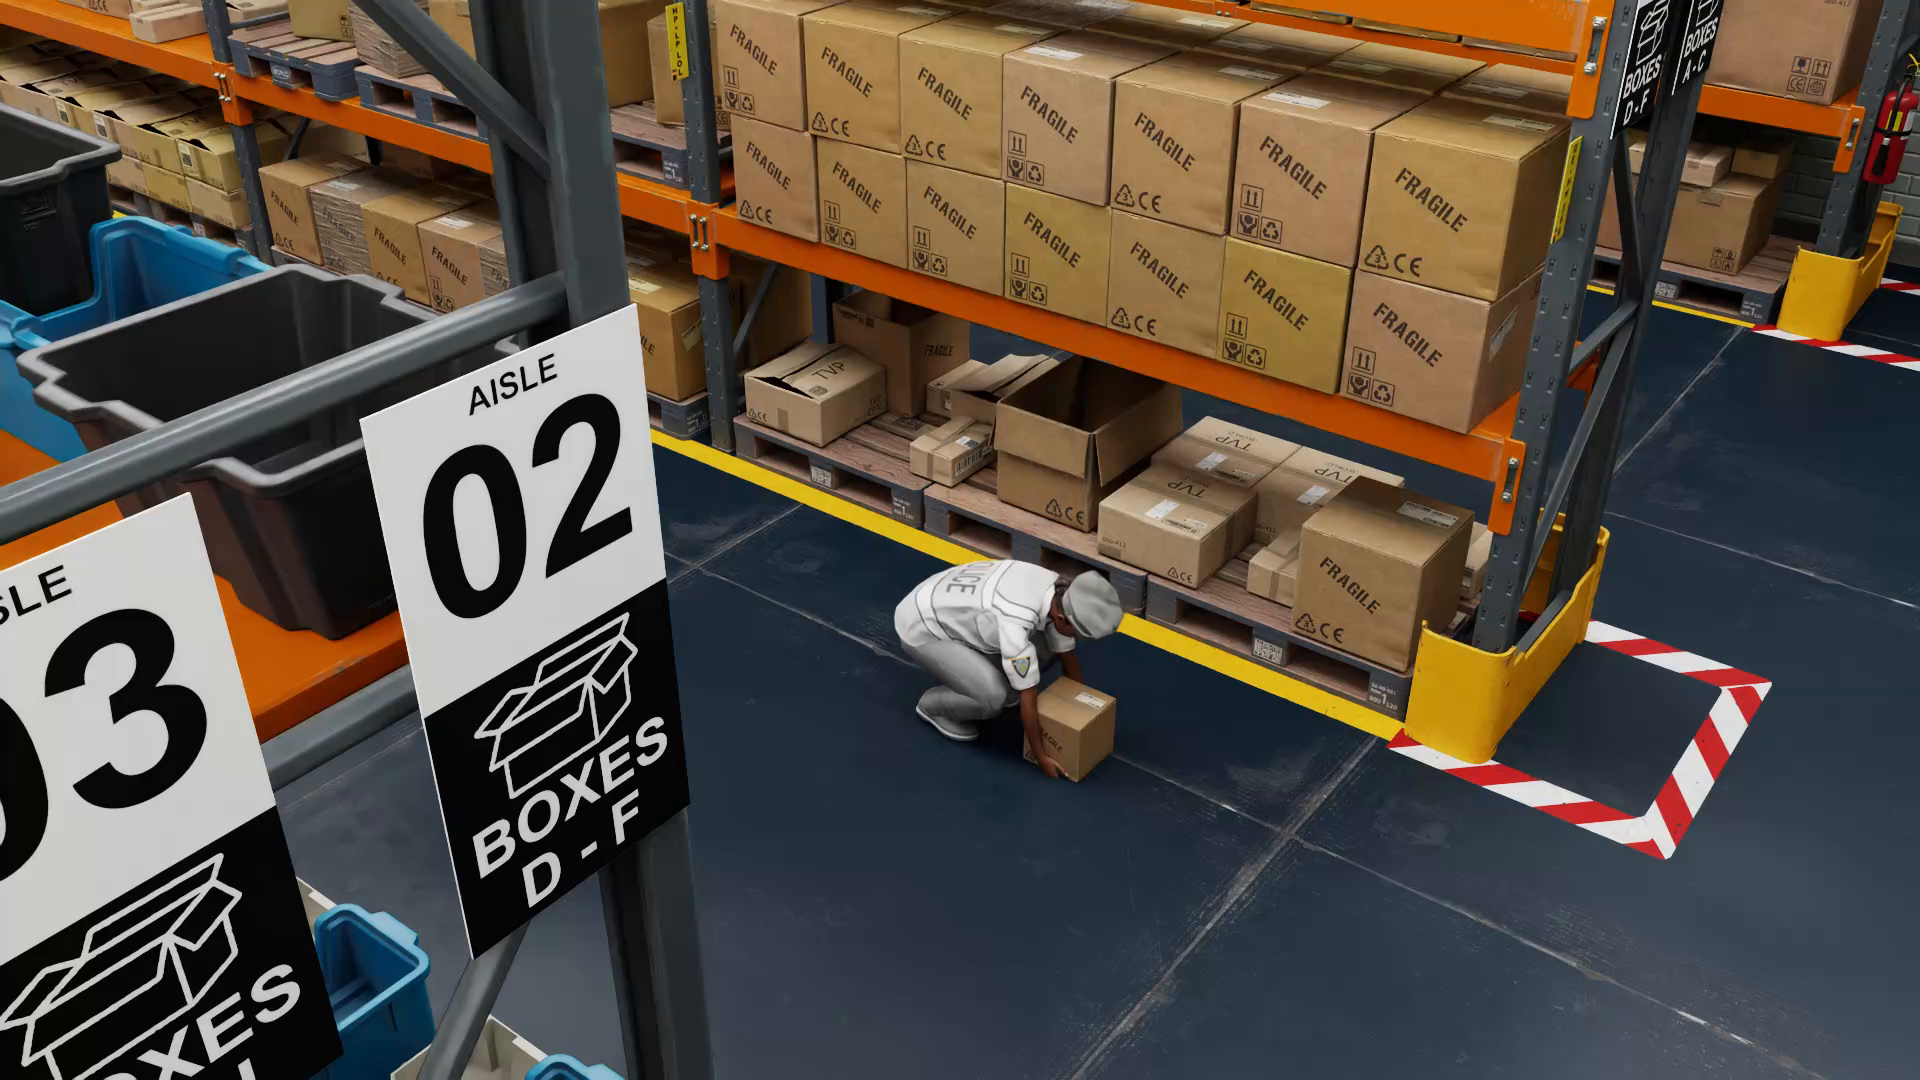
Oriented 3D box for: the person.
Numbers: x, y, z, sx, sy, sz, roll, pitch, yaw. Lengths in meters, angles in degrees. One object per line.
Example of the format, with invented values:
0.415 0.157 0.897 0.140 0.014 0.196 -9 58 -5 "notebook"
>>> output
0.178 0.427 6.348 0.898 0.847 0.475 21 37 30 "person"
